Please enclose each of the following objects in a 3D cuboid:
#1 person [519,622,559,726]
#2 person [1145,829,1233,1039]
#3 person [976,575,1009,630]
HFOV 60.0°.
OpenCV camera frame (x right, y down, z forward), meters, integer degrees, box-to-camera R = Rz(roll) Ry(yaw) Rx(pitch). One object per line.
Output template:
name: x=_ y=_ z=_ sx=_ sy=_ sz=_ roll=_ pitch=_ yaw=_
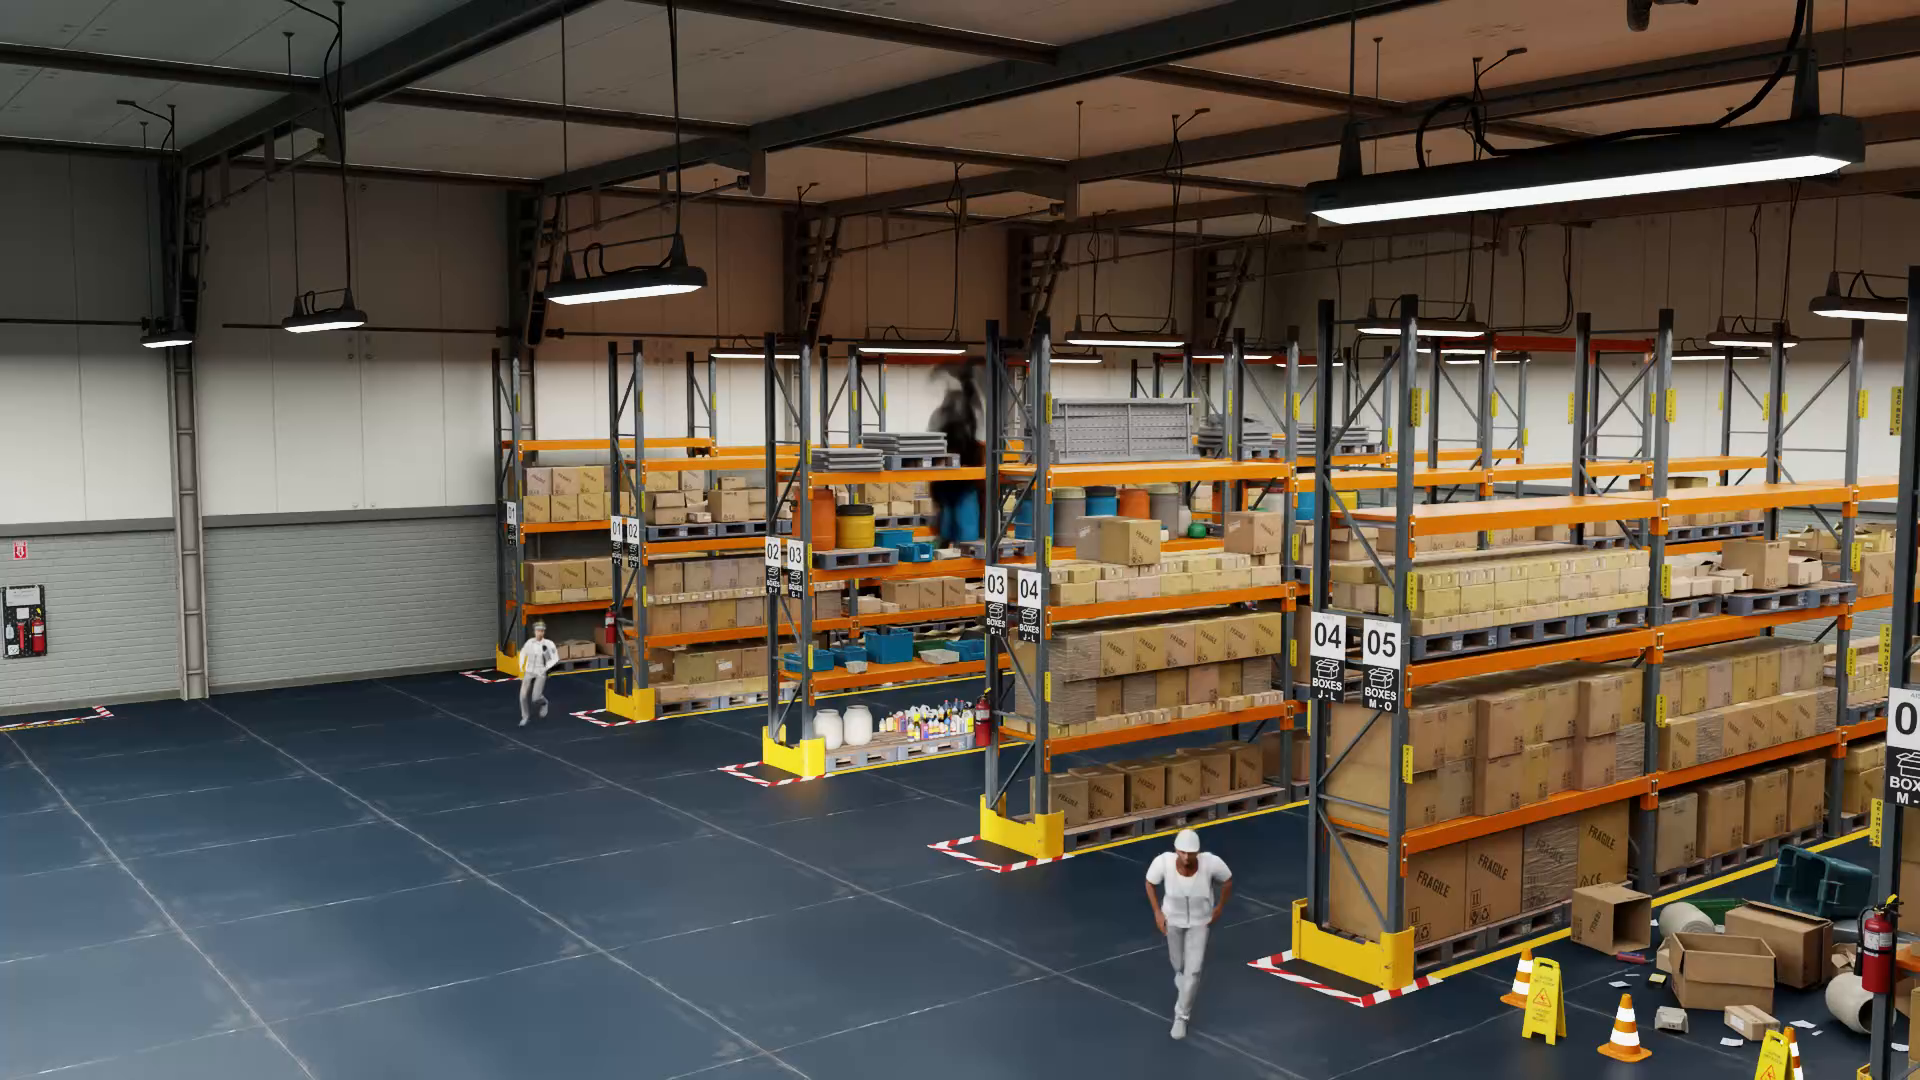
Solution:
person: x=-6.624 y=2.082 z=26.076 sx=0.624 sy=1.624 sz=0.510 roll=1 pitch=5 yaw=7
person: x=1.881 y=3.142 z=13.687 sx=0.712 sy=1.710 sz=0.997 roll=0 pitch=5 yaw=6
person: x=0.634 y=1.321 z=33.945 sx=0.880 sy=1.762 sz=0.711 roll=-4 pitch=6 yaw=-37
